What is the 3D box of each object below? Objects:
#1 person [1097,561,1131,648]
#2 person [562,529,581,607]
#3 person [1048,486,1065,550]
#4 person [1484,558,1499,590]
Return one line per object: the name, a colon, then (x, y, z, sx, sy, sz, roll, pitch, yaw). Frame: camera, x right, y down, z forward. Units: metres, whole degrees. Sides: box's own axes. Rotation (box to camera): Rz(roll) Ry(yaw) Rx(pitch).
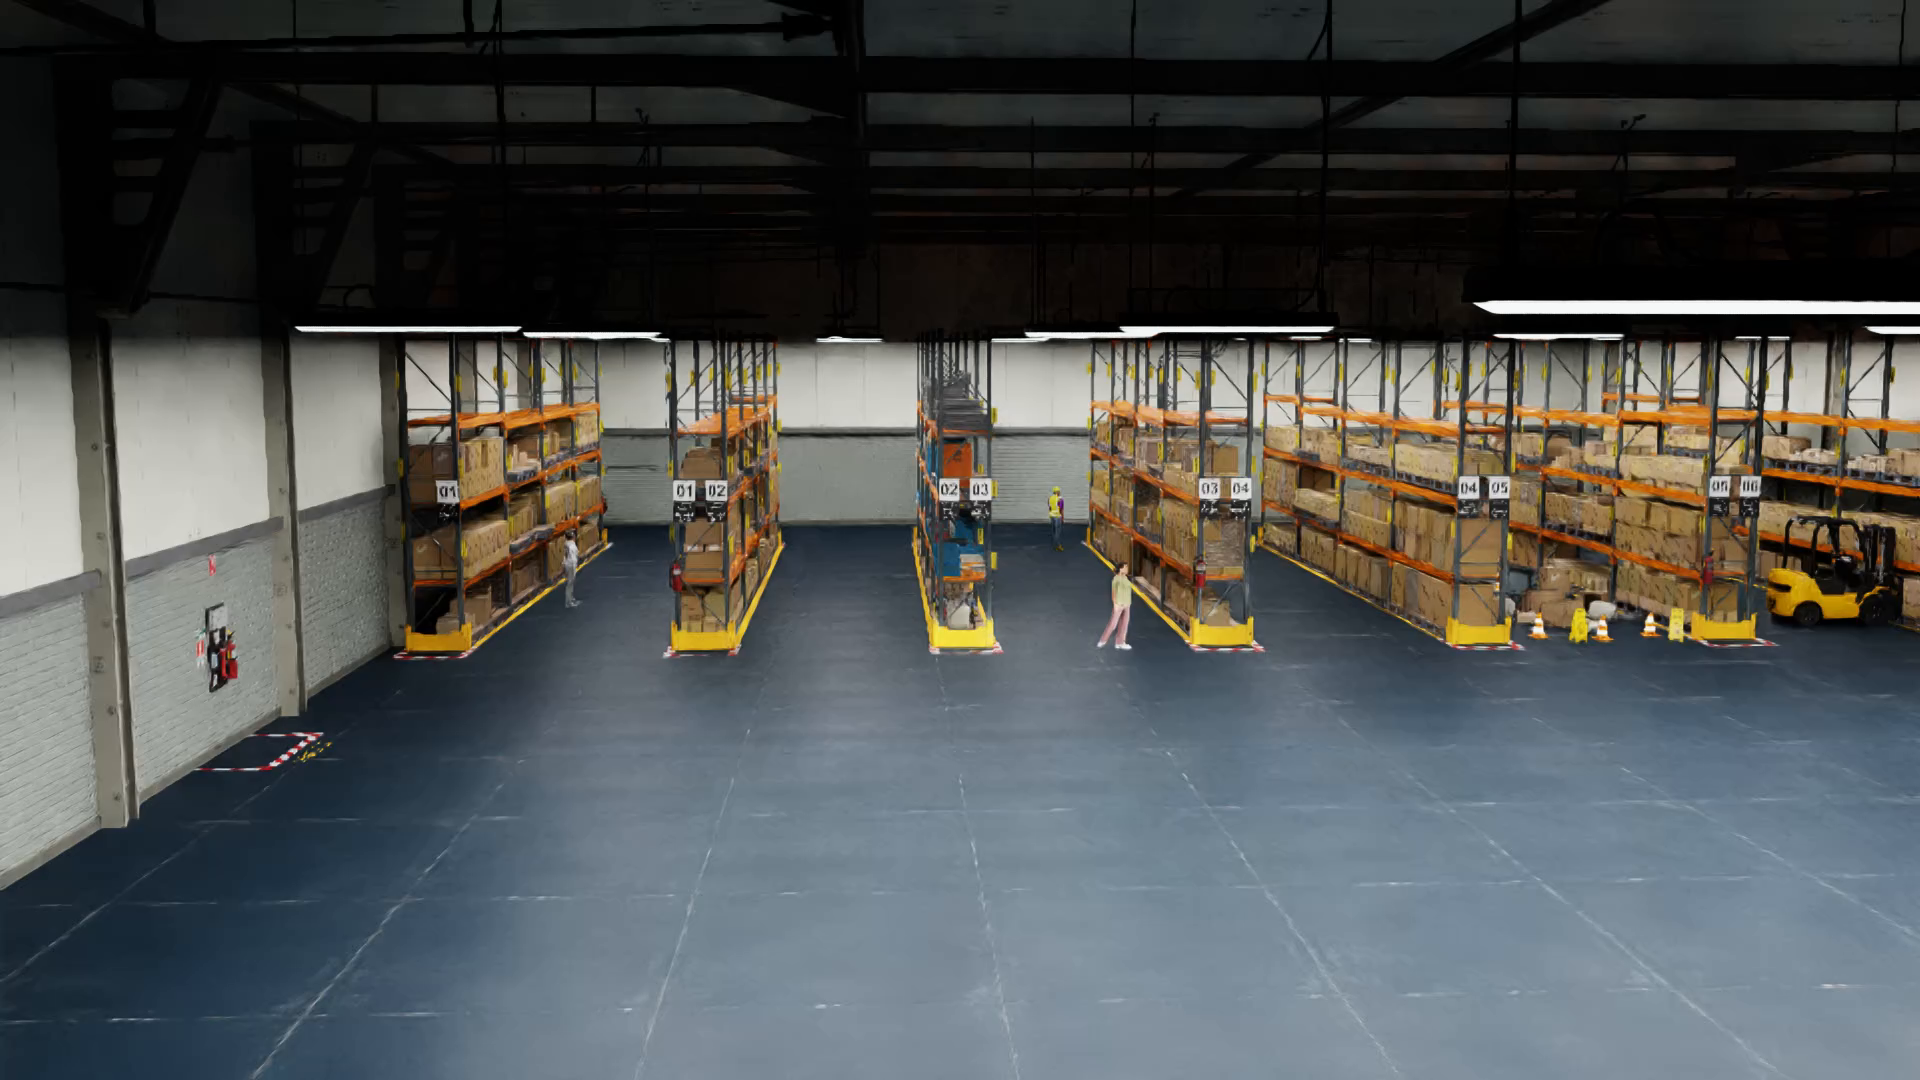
person: (2.897, 1.226, 31.247, 0.474, 1.662, 0.654, 7, 9, 44)
person: (-8.460, 0.608, 36.310, 0.426, 1.671, 0.553, -4, 8, -30)
person: (2.725, -0.633, 46.360, 0.452, 1.768, 0.632, -5, 8, -34)
person: (12.286, 0.283, 38.589, 0.614, 1.779, 0.656, 3, 7, 25)
